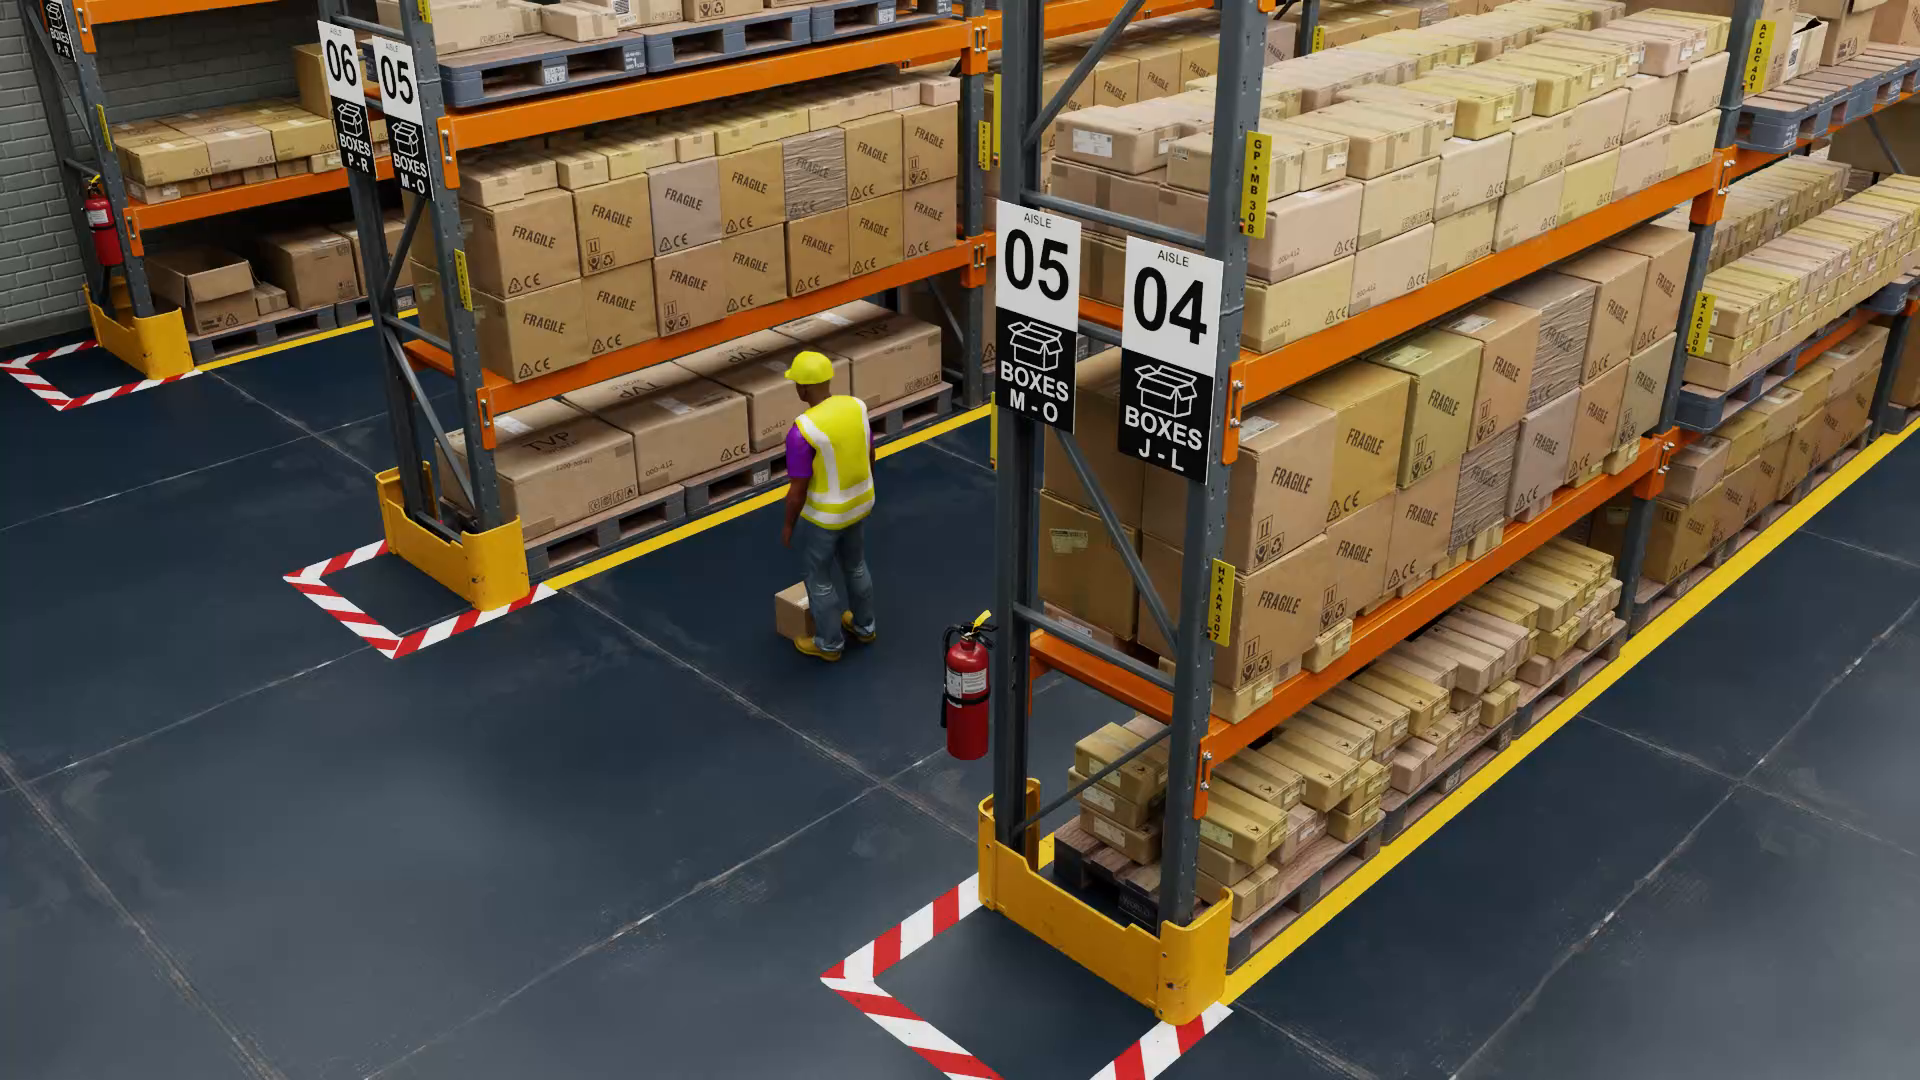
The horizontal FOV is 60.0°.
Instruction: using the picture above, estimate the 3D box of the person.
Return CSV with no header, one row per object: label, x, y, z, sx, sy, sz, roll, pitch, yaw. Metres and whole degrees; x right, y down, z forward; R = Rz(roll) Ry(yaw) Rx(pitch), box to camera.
person,-0.707,-0.177,8.943,0.454,1.757,0.635,22,35,36
